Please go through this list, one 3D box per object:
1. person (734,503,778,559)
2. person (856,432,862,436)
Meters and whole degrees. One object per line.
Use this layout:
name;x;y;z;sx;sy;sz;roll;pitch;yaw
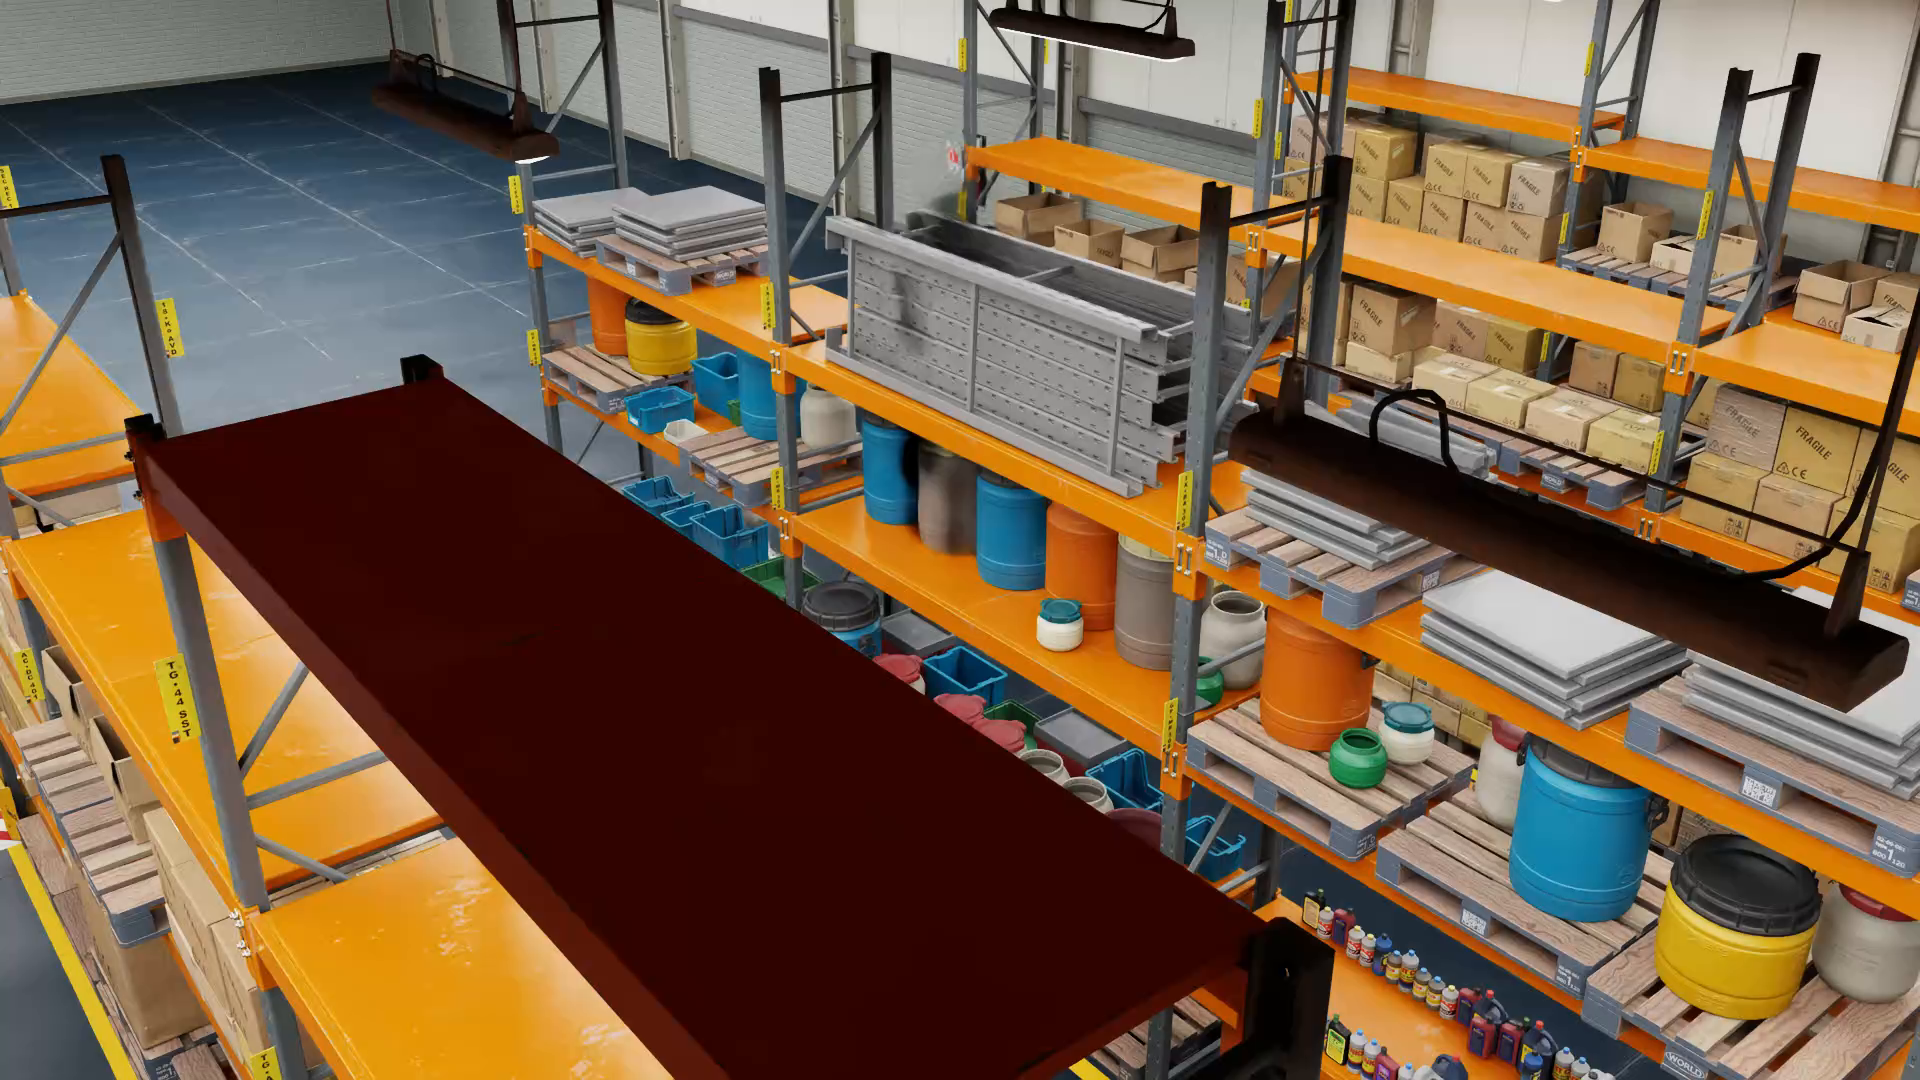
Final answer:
person;-2.088;-0.279;16.998;0.535;1.639;0.595;23;34;38
person;-1.433;-1.683;19.852;0.637;1.656;0.652;-2;26;-5
